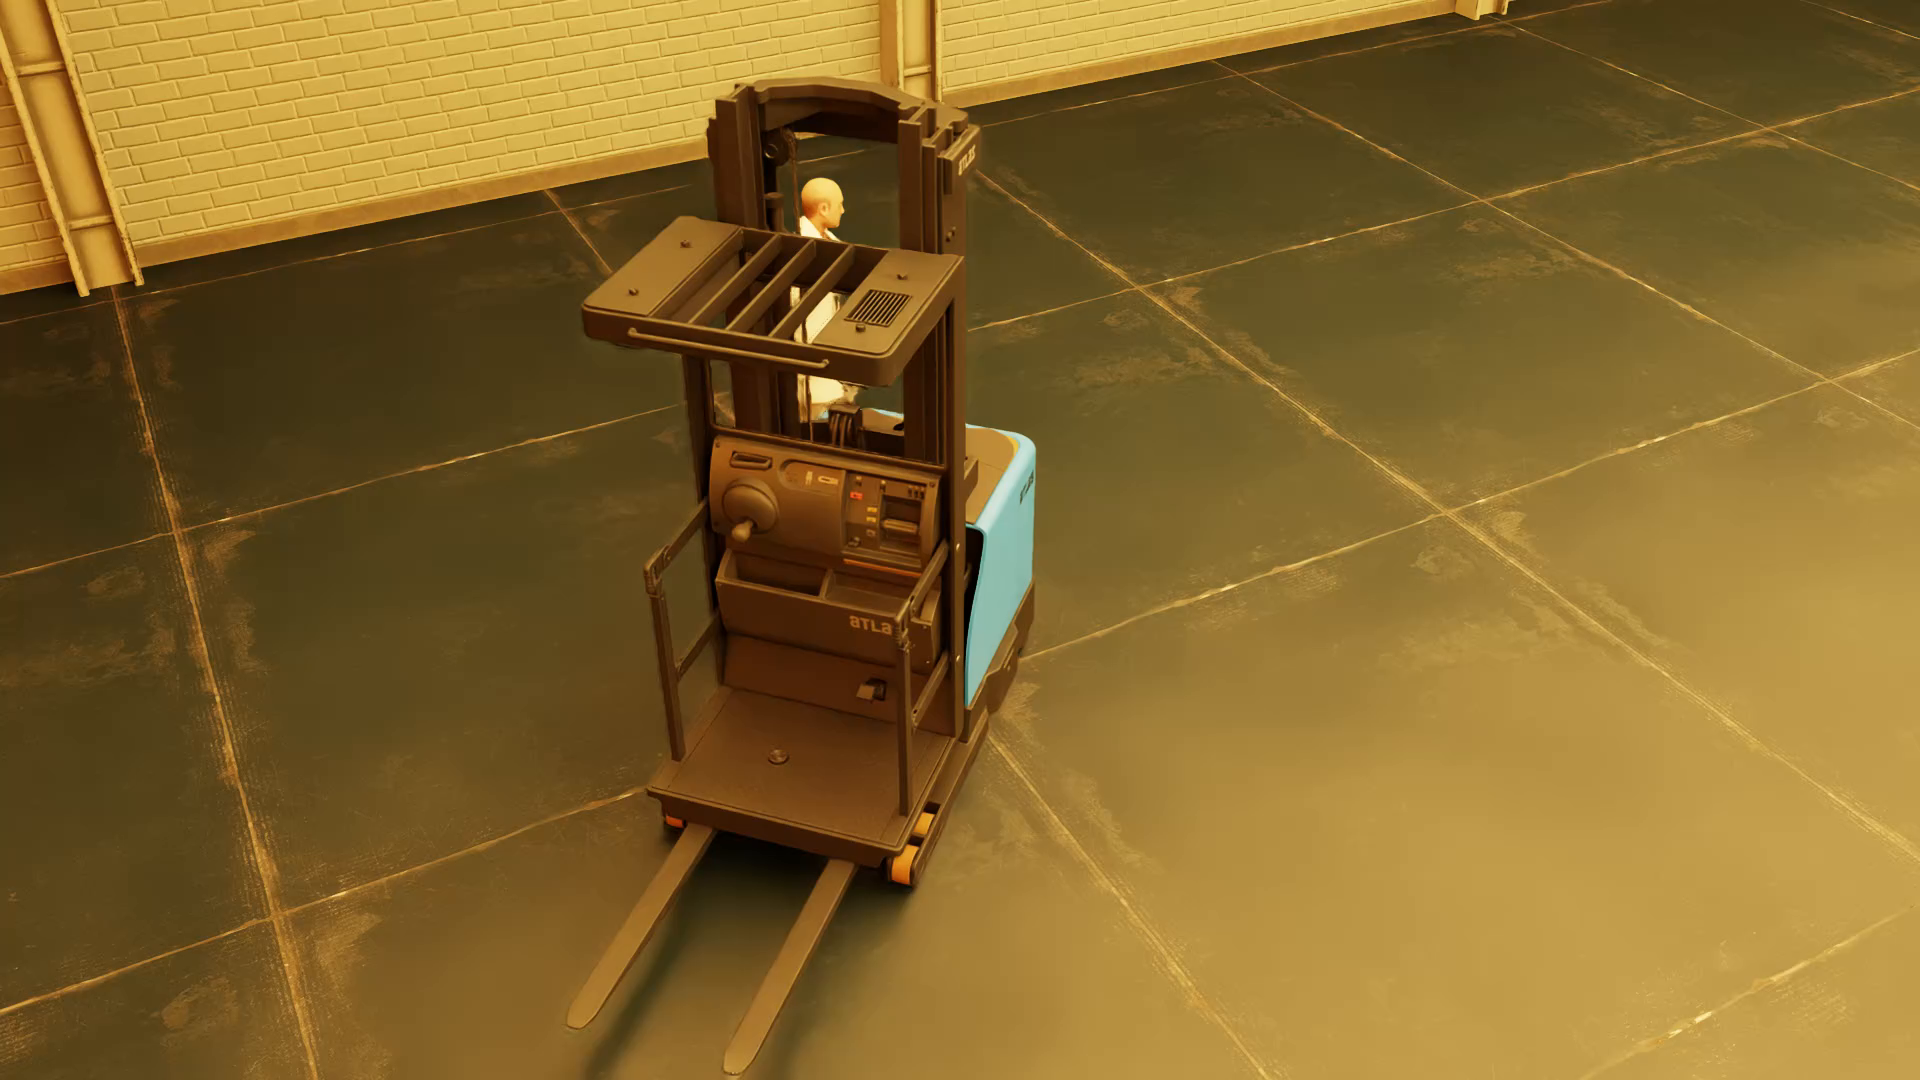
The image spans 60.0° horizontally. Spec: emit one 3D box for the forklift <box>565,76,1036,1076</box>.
[{"bbox_3d":[-0.595,-0.073,6.226,1.130,2.935,3.031,11,37,15],"label":"forklift"}]

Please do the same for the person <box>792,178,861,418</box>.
[{"bbox_3d":[-0.794,-1.032,8.663,0.509,1.751,0.930,8,36,11],"label":"person"}]
